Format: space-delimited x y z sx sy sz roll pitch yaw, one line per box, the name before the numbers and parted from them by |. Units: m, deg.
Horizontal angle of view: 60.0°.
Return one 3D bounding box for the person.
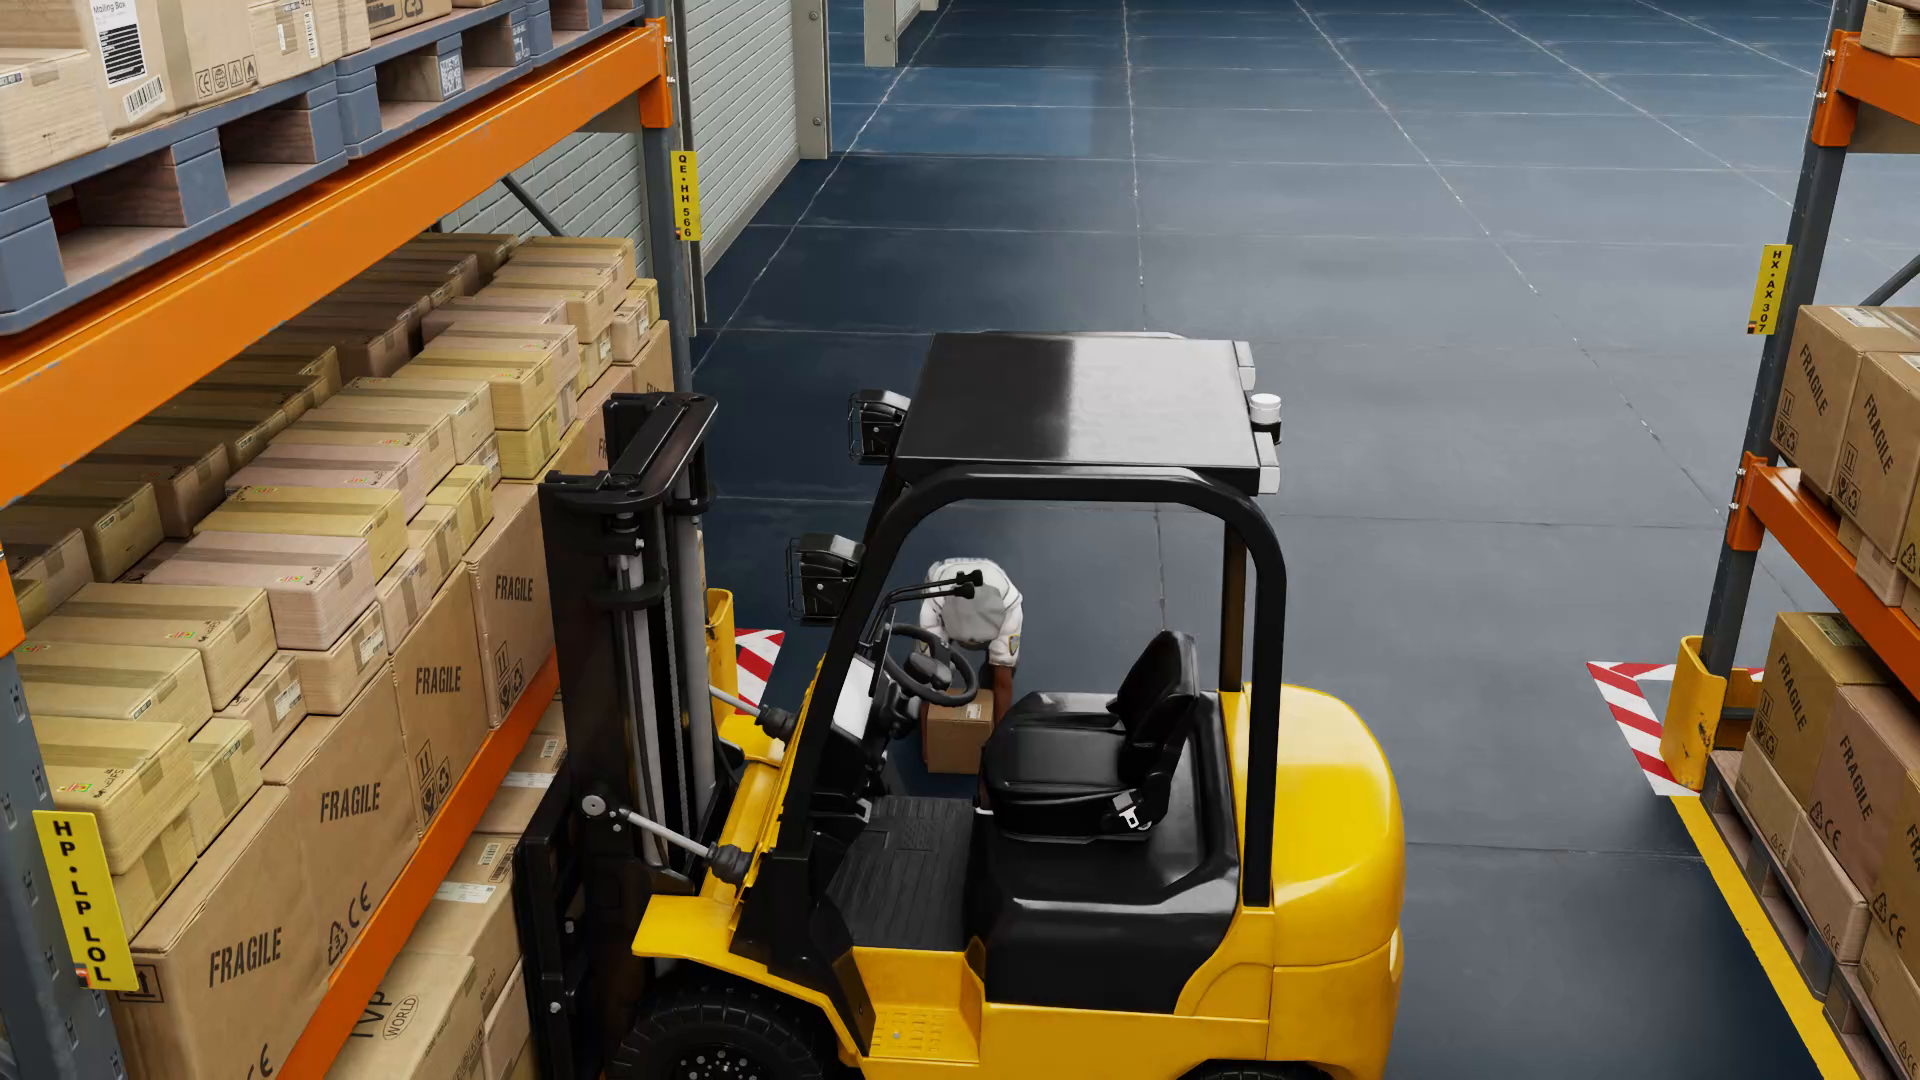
person | 0.025 0.426 6.827 0.462 0.841 0.898 2 25 3
